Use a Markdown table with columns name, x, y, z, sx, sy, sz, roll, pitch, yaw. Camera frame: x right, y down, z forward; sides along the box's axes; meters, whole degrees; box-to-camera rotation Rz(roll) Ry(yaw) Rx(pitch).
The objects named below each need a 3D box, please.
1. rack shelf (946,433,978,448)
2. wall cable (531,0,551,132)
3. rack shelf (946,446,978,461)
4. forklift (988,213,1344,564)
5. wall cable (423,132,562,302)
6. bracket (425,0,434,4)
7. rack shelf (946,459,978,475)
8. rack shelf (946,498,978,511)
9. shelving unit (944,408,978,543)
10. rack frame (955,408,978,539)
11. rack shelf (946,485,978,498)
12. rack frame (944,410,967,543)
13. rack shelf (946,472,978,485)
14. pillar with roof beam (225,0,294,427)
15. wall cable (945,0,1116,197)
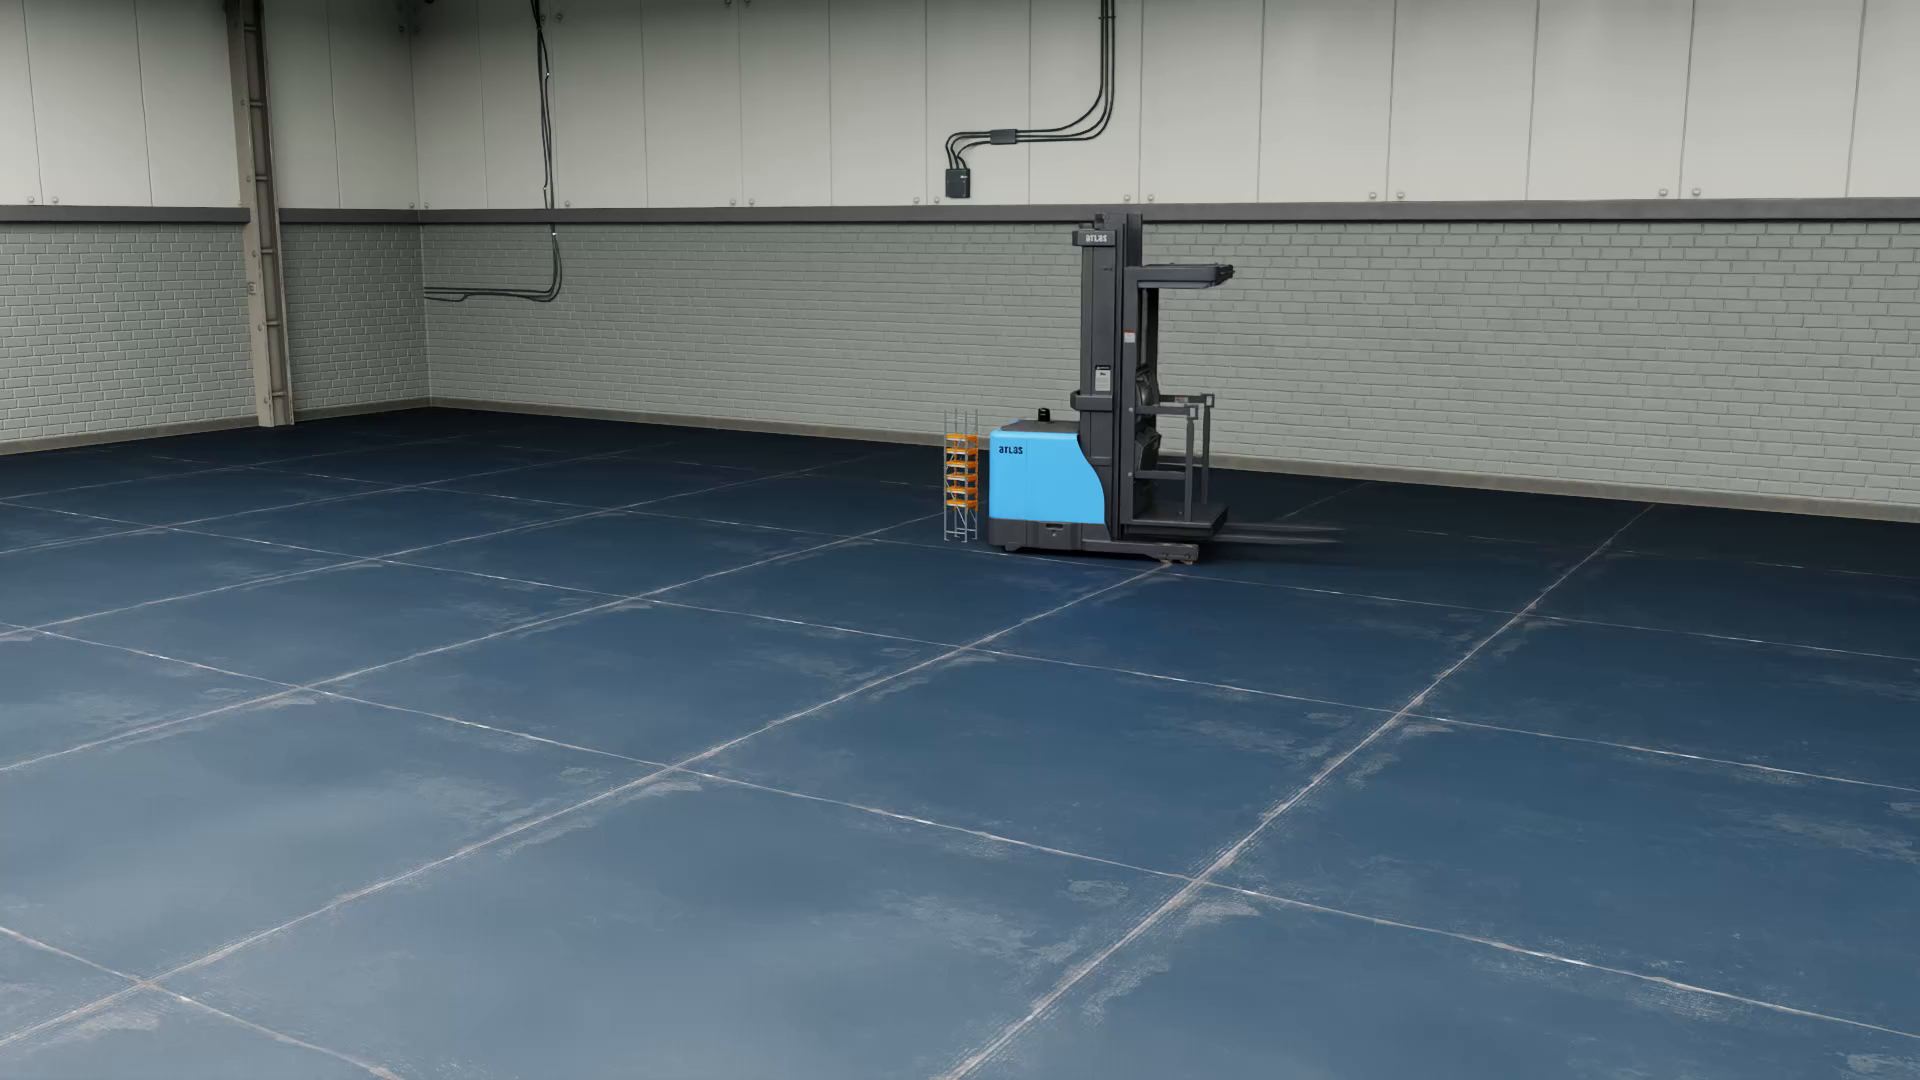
| name | x | y | z | sx | sy | sz | roll | pitch | yaw |
| --- | --- | --- | --- | --- | --- | --- | --- | --- | --- |
| rack shelf | 0.008 | -0.902 | 15.094 | 0.258 | 0.103 | 0.180 | 6 | 12 | 31 |
| wall cable | -4.975 | -7.131 | 23.602 | 3.097 | 2.526 | 0.112 | 6 | 12 | 31 |
| rack shelf | 0.008 | -0.784 | 15.116 | 0.258 | 0.103 | 0.180 | 6 | 12 | 31 |
| forklift | 1.820 | -1.342 | 14.455 | 3.031 | 2.935 | 1.130 | 3 | 11 | 16 |
| wall cable | -7.287 | -4.907 | 25.447 | 3.097 | 2.526 | 0.112 | 6 | 12 | 31 |
| bracket | -8.198 | -8.270 | 25.189 | 0.235 | 0.232 | 0.430 | 6 | 12 | 31 |
| rack shelf | 0.008 | -0.666 | 15.138 | 0.258 | 0.103 | 0.180 | 6 | 12 | 31 |
| rack shelf | 0.008 | -0.312 | 15.204 | 0.258 | 0.103 | 0.180 | 6 | 12 | 31 |
| shelving unit | 0.008 | -0.592 | 15.152 | 0.258 | 1.200 | 0.189 | 6 | 12 | 31 |
| rack frame | 0.055 | -0.606 | 15.229 | 0.240 | 1.200 | 0.006 | 6 | 12 | 31 |
| rack shelf | 0.008 | -0.430 | 15.182 | 0.258 | 0.103 | 0.180 | 6 | 12 | 31 |
| rack frame | -0.040 | -0.578 | 15.075 | 0.240 | 1.200 | 0.006 | 6 | 12 | 31 |
| rack shelf | 0.008 | -0.548 | 15.160 | 0.258 | 0.103 | 0.180 | 6 | 12 | 31 |
| pillar with roof beam | -6.268 | -5.685 | 21.164 | 9.100 | 9.000 | 0.400 | 6 | 12 | 31 |
| wall cable | 0.818 | -7.196 | 19.991 | 2.305 | 6.003 | 0.169 | 6 | 12 | 31 |
